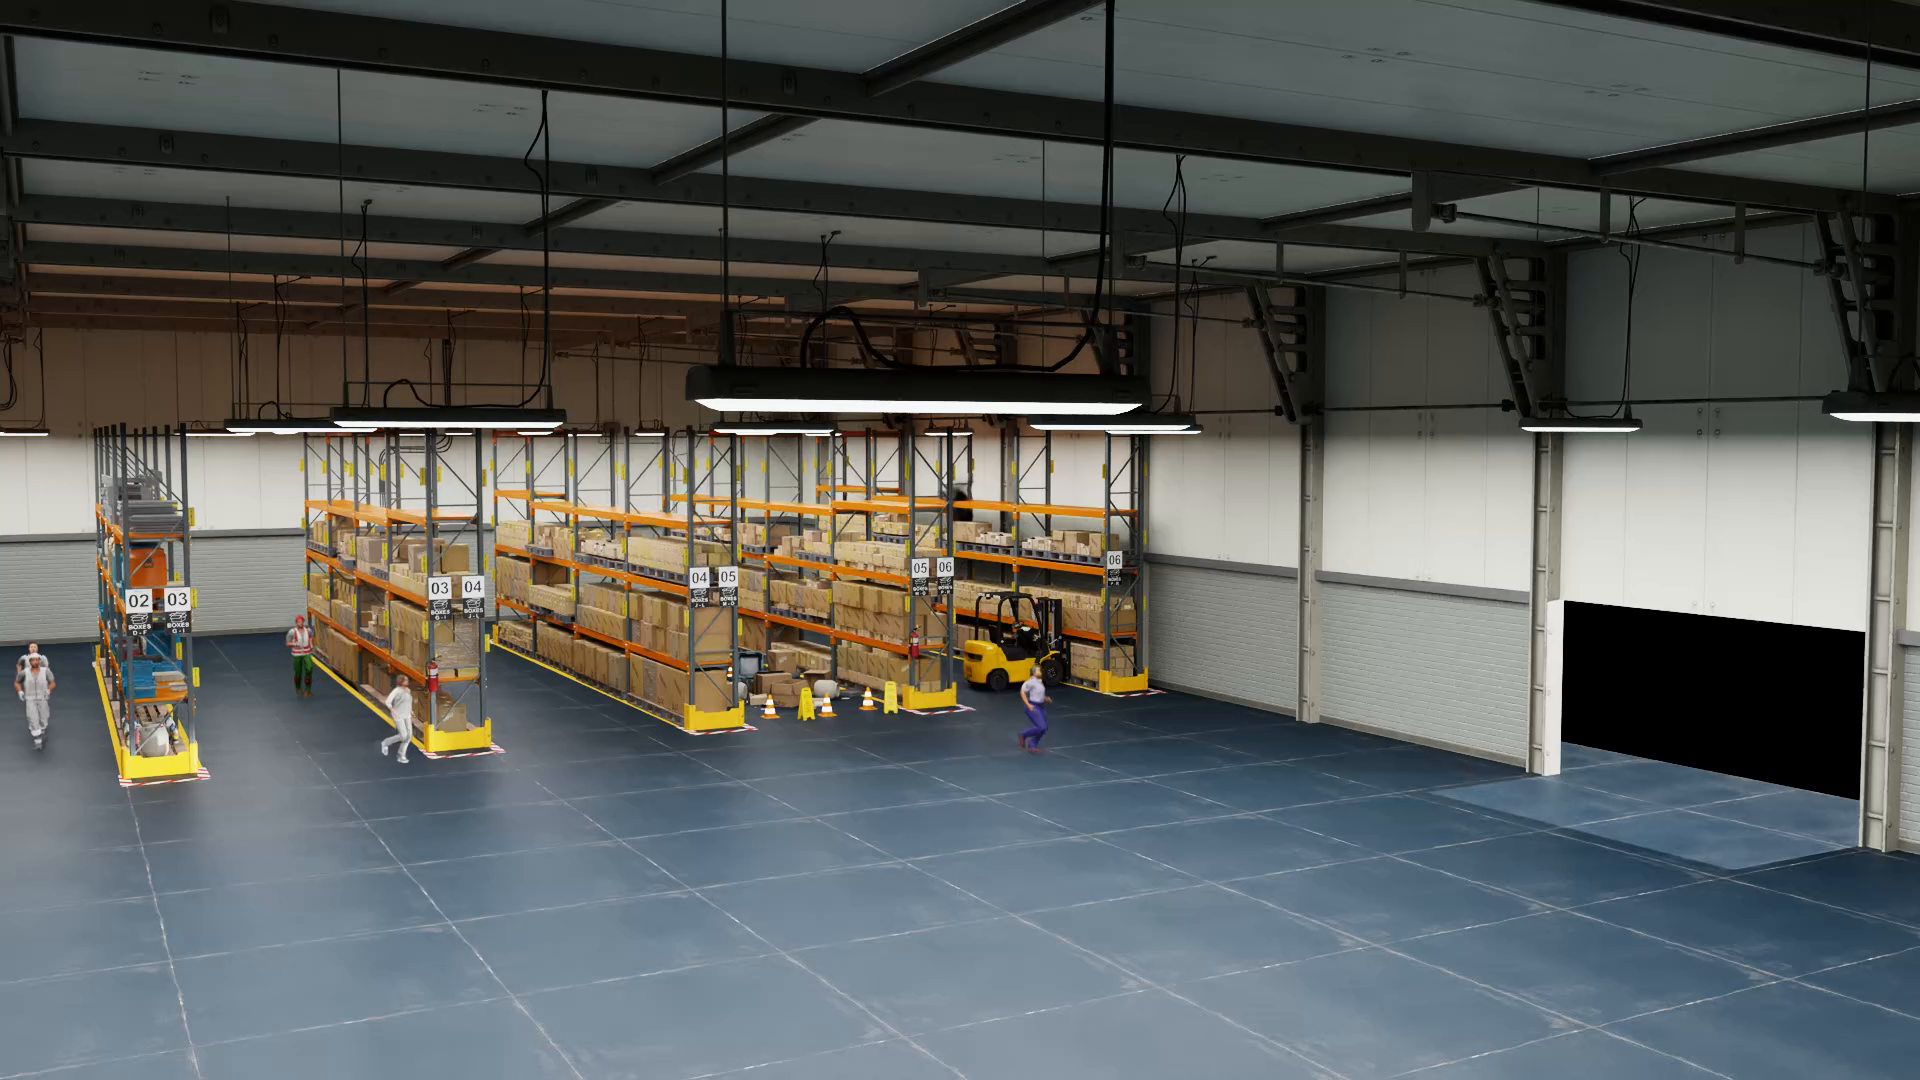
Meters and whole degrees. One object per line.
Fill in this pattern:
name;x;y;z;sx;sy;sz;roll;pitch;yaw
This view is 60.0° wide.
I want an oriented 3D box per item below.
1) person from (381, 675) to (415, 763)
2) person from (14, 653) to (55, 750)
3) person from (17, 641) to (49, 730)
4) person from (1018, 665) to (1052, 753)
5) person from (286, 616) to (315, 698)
person;-9.960;3.169;29.619;0.572;1.537;0.605;1;4;20
person;-17.158;2.972;30.855;0.667;1.767;0.740;-2;4;-32
person;-18.434;2.868;33.097;0.543;1.710;0.840;-2;4;-33
person;1.373;3.090;30.337;0.559;1.612;0.634;1;4;23
person;-14.640;2.595;36.951;0.633;1.848;0.793;-2;4;-31
